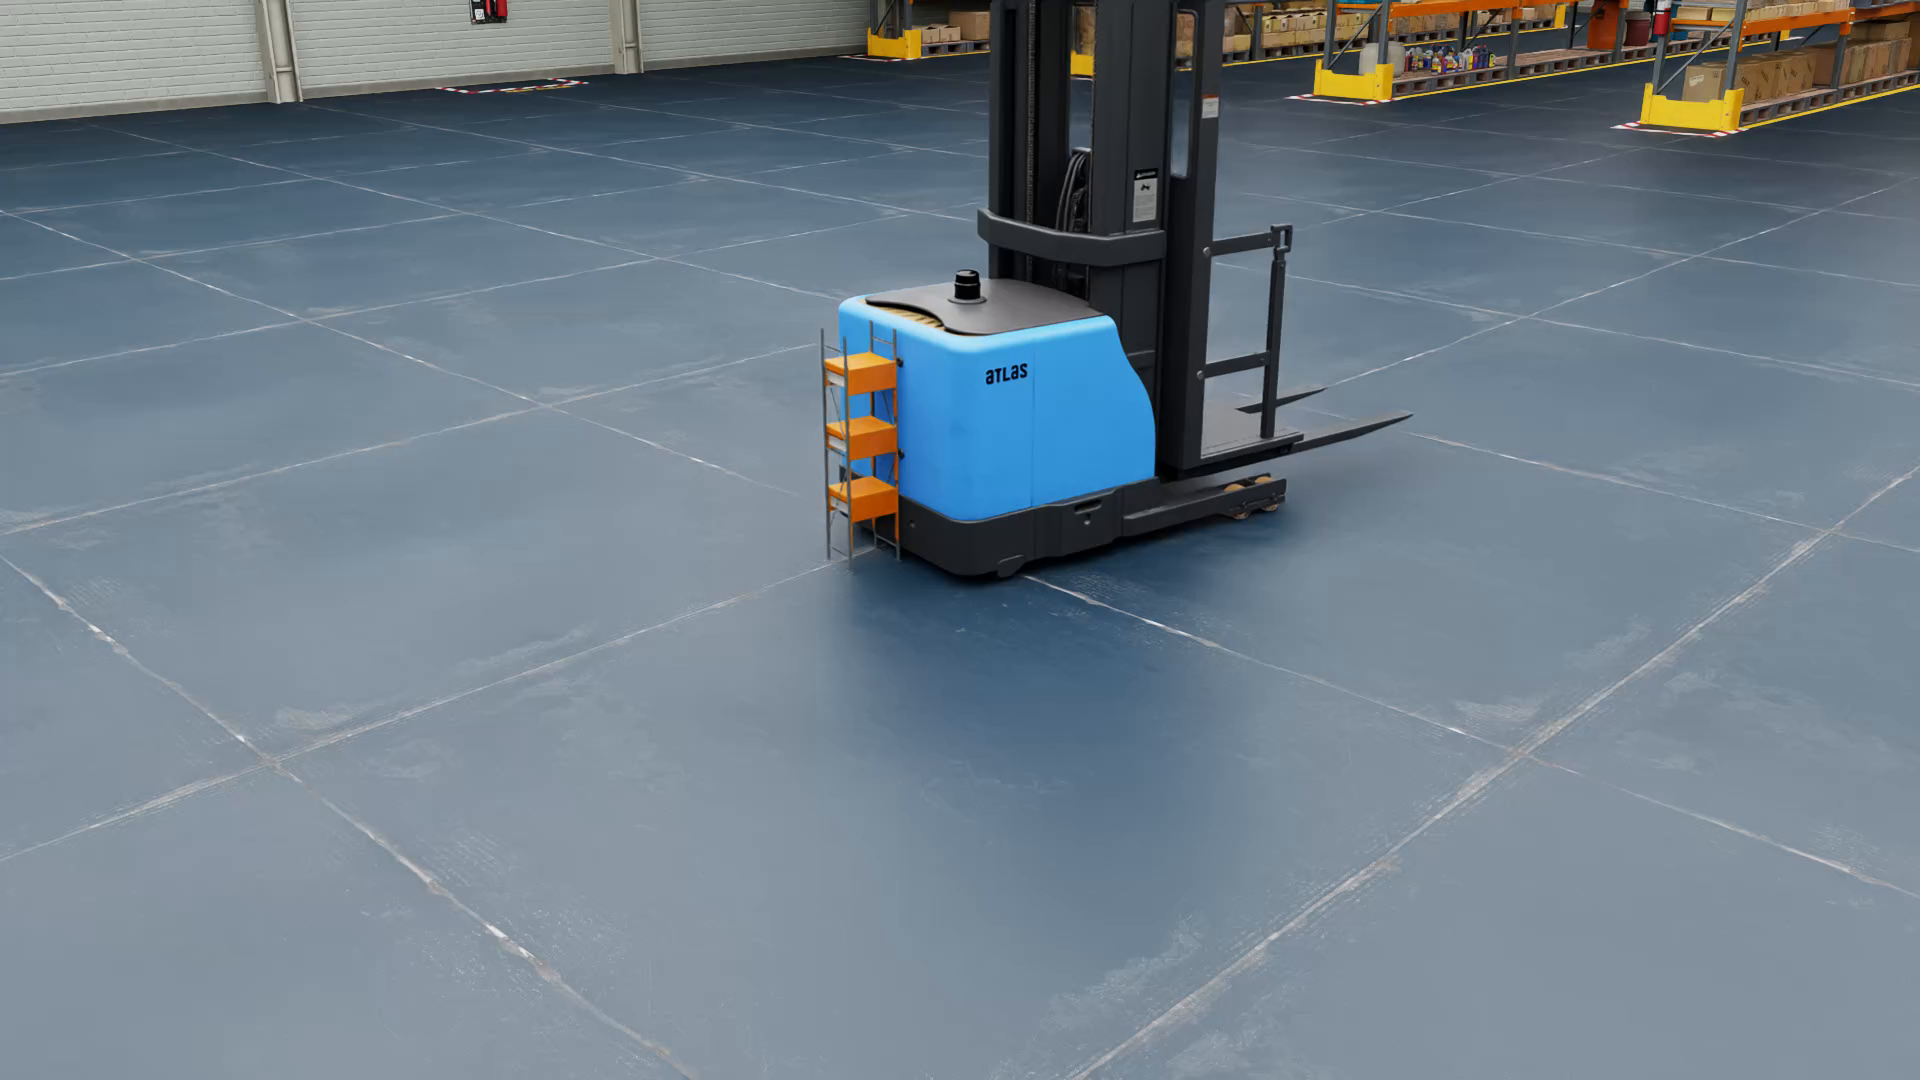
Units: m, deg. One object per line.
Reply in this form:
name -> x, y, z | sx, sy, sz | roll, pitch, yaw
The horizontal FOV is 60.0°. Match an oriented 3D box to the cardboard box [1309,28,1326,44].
cardboard box -> 6.589, -9.591, 31.593 | 0.500, 0.250, 0.500 | -20, 28, -41

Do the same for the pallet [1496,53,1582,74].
pallet -> 9.975, -8.225, 28.680 | 1.003, 0.211, 1.213 | 19, 28, 41

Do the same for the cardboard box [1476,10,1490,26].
cardboard box -> 11.086, -11.301, 35.931 | 0.500, 0.311, 0.500 | 19, 28, 41

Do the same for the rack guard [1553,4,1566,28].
rack guard -> 13.376, -12.139, 38.461 | 1.175, 0.500, 0.348 | 19, 28, 41

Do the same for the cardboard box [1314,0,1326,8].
cardboard box -> 8.394, -12.992, 40.093 | 0.500, 0.500, 0.700 | -19, 28, -41

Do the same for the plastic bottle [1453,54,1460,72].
plastic bottle -> 7.752, -7.458, 25.986 | 0.097, 0.271, 0.097 | 0, 21, 0

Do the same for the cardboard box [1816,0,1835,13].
cardboard box -> 11.720, -7.311, 22.765 | 0.380, 0.149, 0.250 | 19, 28, 41

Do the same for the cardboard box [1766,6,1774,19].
cardboard box -> 10.265, -6.818, 21.483 | 0.380, 0.149, 0.250 | 19, 28, 41

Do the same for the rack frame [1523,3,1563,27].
rack frame -> 13.429, -13.326, 38.063 | 1.000, 3.000, 0.127 | 19, 28, 41

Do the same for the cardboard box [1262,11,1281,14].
cardboard box -> 5.843, -9.854, 31.497 | 0.500, 0.311, 0.500 | 19, 28, 40

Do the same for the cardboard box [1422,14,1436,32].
cardboard box -> 9.445, -10.752, 34.239 | 0.500, 0.500, 0.500 | 18, 27, 39

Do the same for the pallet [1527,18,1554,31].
pallet -> 12.820, -11.799, 37.979 | 1.003, 0.211, 1.213 | 19, 28, 41

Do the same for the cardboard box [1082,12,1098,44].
cardboard box -> 2.428, -8.688, 28.198 | 0.500, 0.500, 0.500 | 19, 28, 41

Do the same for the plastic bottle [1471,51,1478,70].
plastic bottle -> 8.143, -7.598, 26.335 | 0.133, 0.283, 0.061 | -18, 27, -39

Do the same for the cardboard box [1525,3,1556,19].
cardboard box -> 13.226, -12.163, 37.908 | 0.500, 0.500, 0.500 | 19, 28, 41

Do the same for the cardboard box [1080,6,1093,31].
cardboard box -> 2.332, -10.857, 34.512 | 0.700, 0.500, 0.500 | 19, 28, 40

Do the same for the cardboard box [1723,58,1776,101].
cardboard box -> 10.653, -6.236, 22.518 | 0.500, 0.500, 0.500 | -17, 27, -37

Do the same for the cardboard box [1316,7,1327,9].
cardboard box -> 7.272, -10.382, 32.871 | 0.500, 0.311, 0.500 | -19, 28, -40

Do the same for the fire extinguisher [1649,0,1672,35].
fire extinguisher -> 8.952, -6.782, 21.147 | 0.296, 0.674, 0.183 | 19, 28, 41

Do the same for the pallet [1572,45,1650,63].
pallet -> 11.914, -8.940, 30.539 | 1.003, 0.211, 1.213 | 19, 28, 41

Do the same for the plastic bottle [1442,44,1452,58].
plastic bottle -> 7.847, -7.829, 26.842 | 0.144, 0.351, 0.185 | 19, 28, 41

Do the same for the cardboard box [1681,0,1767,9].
cardboard box -> 9.765, -7.052, 21.188 | 0.875, 0.500, 0.500 | 19, 28, 41

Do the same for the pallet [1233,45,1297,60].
pallet -> 5.543, -9.138, 31.056 | 1.003, 0.211, 1.213 | 19, 28, 41

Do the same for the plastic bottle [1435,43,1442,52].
plastic bottle -> 7.743, -7.865, 26.936 | 0.185, 0.351, 0.144 | -19, 28, -41

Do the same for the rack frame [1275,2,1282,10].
rack frame -> 7.087, -13.536, 38.611 | 1.000, 3.000, 0.127 | 19, 28, 41

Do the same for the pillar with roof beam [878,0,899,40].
pillar with roof beam -> 1.668, -12.571, 27.737 | 9.100, 9.000, 0.400 | 19, 28, 41

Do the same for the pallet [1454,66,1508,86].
pallet -> 8.105, -7.536, 26.888 | 1.003, 0.211, 1.213 | 19, 28, 41

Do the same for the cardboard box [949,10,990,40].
cardboard box -> 0.208, -9.968, 32.199 | 0.700, 0.500, 0.500 | 17, 27, 37

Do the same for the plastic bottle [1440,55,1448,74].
plastic bottle -> 7.473, -7.351, 25.692 | 0.133, 0.283, 0.061 | -20, 28, -41

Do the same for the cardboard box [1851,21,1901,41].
cardboard box -> 14.134, -7.859, 25.666 | 0.500, 0.250, 0.500 | -16, 26, -36

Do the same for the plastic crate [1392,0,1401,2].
plastic crate -> 6.405, -8.272, 25.121 | 0.499, 0.251, 0.408 | 19, 28, 41

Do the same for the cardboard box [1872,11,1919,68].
cardboard box -> 15.439, -8.165, 27.013 | 1.225, 0.875, 0.875 | 18, 27, 38

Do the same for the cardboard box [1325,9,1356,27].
cardboard box -> 7.301, -10.112, 32.168 | 0.500, 0.311, 0.500 | 19, 28, 40

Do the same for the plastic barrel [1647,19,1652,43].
plastic barrel -> 12.841, -9.651, 31.385 | 0.421, 0.512, 0.421 | 0, 21, 0

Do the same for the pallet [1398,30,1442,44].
pallet -> 9.247, -10.462, 34.500 | 1.003, 0.211, 1.213 | 19, 28, 41

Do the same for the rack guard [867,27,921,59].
rack guard -> -1.232, -9.304, 31.085 | 1.175, 0.500, 0.348 | 19, 28, 41

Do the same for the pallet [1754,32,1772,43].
pallet -> 16.372, -10.581, 34.809 | 1.003, 0.211, 1.213 | 19, 28, 41

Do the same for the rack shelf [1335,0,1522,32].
rack shelf -> 7.209, -8.150, 25.601 | 1.077, 0.370, 4.000 | 19, 28, 41

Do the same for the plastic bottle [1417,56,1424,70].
plastic bottle -> 7.303, -7.571, 26.379 | 0.097, 0.201, 0.097 | 0, 21, 0

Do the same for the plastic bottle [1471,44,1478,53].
plastic bottle -> 8.258, -7.767, 26.681 | 0.144, 0.351, 0.185 | 19, 28, 41

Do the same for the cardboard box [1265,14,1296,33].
cardboard box -> 5.877, -9.586, 30.800 | 0.500, 0.311, 0.500 | 19, 28, 40

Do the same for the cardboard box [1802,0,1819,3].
cardboard box -> 11.144, -7.572, 22.541 | 0.875, 0.500, 0.500 | 19, 28, 41

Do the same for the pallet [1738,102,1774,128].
pallet -> 10.007, -5.650, 21.981 | 1.003, 0.211, 1.213 | 19, 28, 41

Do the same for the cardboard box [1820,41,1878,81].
cardboard box -> 13.333, -7.213, 25.032 | 0.700, 0.500, 0.500 | 16, 26, 36

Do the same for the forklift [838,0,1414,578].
forklift -> 0.942, -1.603, 7.660 | 3.031, 2.935, 1.130 | -14, 25, -33

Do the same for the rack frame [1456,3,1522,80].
rack frame -> 8.604, -9.000, 26.810 | 1.000, 3.000, 0.127 | 19, 28, 41

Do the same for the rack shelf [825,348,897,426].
rack shelf -> -0.425, -0.650, 7.040 | 0.240, 0.259, 0.215 | -14, 25, -33

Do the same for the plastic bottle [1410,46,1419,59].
plastic bottle -> 7.185, -7.660, 26.401 | 0.185, 0.351, 0.144 | -19, 28, -40

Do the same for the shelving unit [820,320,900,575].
shelving unit -> -0.425, -0.395, 7.138 | 0.252, 1.050, 0.215 | -14, 25, -33

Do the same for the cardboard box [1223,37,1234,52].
cardboard box -> 4.535, -8.853, 29.675 | 0.500, 0.250, 0.500 | 19, 28, 41

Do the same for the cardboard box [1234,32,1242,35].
cardboard box -> 5.139, -9.333, 30.922 | 0.500, 0.250, 0.500 | 19, 28, 40

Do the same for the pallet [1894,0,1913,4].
pallet -> 13.591, -8.180, 24.943 | 1.003, 0.211, 1.213 | 19, 28, 41

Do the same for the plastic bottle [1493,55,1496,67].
plastic bottle -> 8.574, -7.728, 26.787 | 0.097, 0.201, 0.097 | 0, 21, 0

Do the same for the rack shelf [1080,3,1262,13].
rack shelf -> 3.662, -9.391, 28.829 | 1.077, 0.370, 4.000 | 19, 28, 41

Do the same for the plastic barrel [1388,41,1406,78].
plastic barrel -> 6.567, -7.324, 25.331 | 0.421, 0.512, 0.421 | 0, 21, 0
